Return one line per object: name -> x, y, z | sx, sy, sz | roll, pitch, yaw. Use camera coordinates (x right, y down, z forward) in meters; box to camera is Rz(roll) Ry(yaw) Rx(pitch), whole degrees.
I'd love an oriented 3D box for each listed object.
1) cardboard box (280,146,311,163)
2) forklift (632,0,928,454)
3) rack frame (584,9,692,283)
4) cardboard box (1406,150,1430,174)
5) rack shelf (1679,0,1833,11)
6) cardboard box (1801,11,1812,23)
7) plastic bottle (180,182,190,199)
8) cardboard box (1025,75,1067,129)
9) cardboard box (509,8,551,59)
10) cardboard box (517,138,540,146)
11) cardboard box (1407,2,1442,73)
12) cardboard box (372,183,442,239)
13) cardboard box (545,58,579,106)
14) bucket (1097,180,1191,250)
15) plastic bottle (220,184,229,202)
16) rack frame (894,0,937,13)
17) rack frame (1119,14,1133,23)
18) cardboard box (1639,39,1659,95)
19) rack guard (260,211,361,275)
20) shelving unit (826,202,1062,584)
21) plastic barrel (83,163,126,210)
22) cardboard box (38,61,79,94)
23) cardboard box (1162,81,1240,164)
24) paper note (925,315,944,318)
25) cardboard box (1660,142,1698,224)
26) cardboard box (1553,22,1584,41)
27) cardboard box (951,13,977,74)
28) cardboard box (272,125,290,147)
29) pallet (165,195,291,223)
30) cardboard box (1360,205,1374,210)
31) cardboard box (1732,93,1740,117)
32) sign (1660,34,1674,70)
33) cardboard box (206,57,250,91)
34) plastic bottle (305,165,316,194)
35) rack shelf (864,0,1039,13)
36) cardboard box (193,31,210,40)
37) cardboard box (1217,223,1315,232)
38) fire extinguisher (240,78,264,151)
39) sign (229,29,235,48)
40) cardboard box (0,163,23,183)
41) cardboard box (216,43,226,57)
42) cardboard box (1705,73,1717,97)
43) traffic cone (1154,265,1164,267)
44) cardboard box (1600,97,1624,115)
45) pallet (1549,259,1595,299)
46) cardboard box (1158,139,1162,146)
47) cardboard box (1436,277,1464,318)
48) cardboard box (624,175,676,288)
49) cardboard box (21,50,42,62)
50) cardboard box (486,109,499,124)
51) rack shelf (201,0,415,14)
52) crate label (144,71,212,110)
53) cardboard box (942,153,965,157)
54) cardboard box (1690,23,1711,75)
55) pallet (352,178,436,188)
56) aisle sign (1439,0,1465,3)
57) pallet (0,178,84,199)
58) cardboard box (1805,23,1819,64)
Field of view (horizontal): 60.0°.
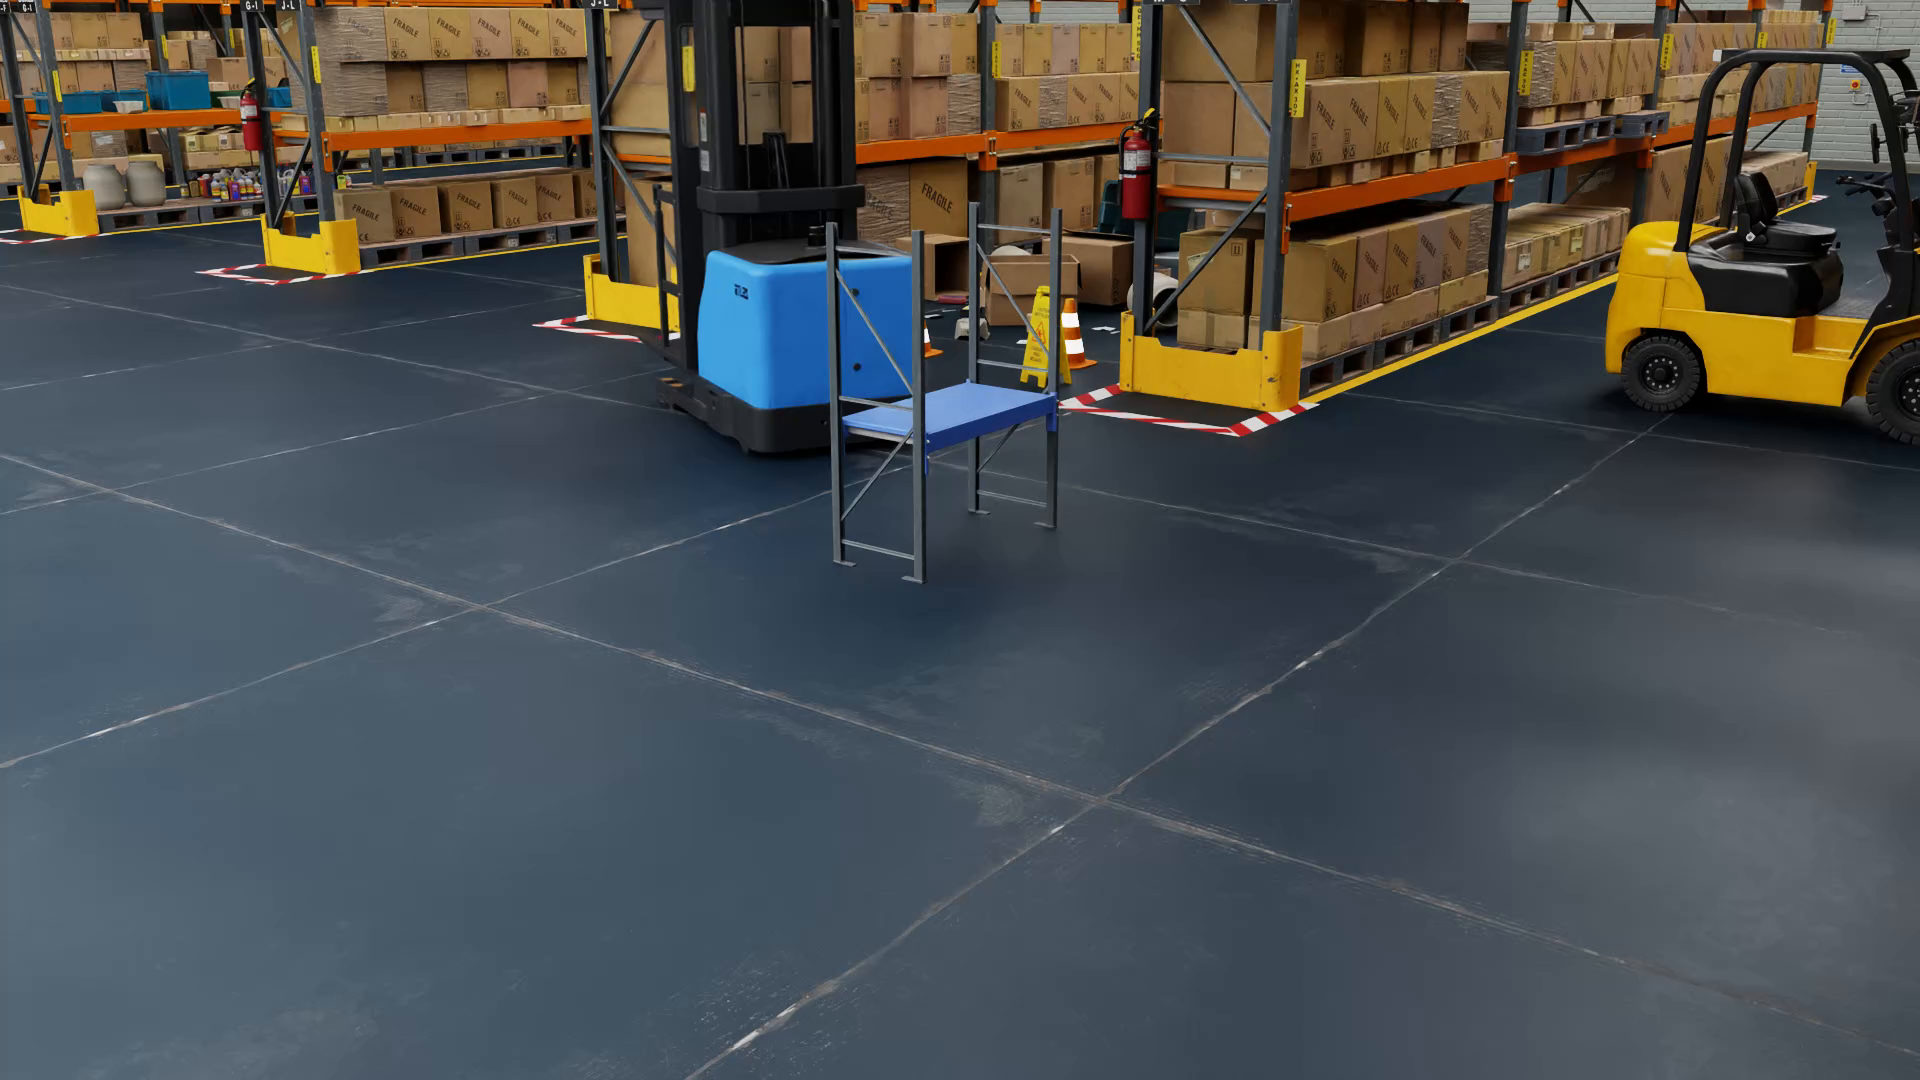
cardboard box -> -10.626, -6.103, 26.267 | 0.500, 0.250, 0.500 | 13, 21, 36
forklift -> -1.286, -2.265, 10.096 | 1.130, 2.935, 3.031 | -8, 19, -25
rack frame -> -2.488, -3.192, 12.965 | 1.000, 3.000, 0.127 | 12, 21, 35
cardboard box -> 3.081, -2.678, 11.733 | 0.380, 0.149, 0.250 | 13, 21, 35
rack shelf -> 9.889, -6.765, 20.626 | 1.077, 0.370, 4.000 | 12, 21, 35
cardboard box -> 10.627, -6.673, 21.225 | 0.380, 0.149, 0.250 | 13, 21, 36
plastic bottle -> -9.647, -4.357, 20.692 | 0.097, 0.201, 0.097 | 0, 17, 0
cardboard box -> 0.725, -4.391, 16.656 | 0.500, 0.500, 0.500 | 13, 21, 35
cardboard box -> -4.670, -5.319, 17.457 | 0.500, 0.500, 0.500 | 12, 21, 35
cardboard box -> -7.879, -7.315, 29.714 | 0.500, 0.500, 0.500 | 13, 21, 35
cardboard box -> 3.173, -3.777, 12.494 | 0.700, 0.500, 0.500 | 13, 21, 35
cardboard box -> -5.697, -3.394, 17.121 | 0.500, 0.500, 0.500 | -13, 22, -36
cardboard box -> -4.672, -5.026, 18.201 | 0.875, 0.500, 0.500 | 12, 21, 35
bucket -> 1.666, -2.868, 14.877 | 0.620, 0.611, 0.726 | 0, 14, -35
plastic bottle -> -8.997, -4.243, 20.326 | 0.097, 0.201, 0.097 | 0, 17, 0
rack frame -> -0.855, -8.779, 30.955 | 1.000, 3.000, 0.127 | 12, 21, 35
rack frame -> 3.122, -7.904, 28.137 | 1.000, 3.000, 0.127 | 12, 21, 35
cardboard box -> 6.267, -4.480, 15.734 | 0.500, 0.500, 0.500 | 12, 21, 33
rack guard -> -6.366, -2.917, 16.294 | 1.175, 0.500, 0.348 | 12, 21, 35
shelving unit -> -0.051, -0.696, 7.456 | 0.538, 1.500, 1.048 | 12, 21, 35
plastic barrel -> -10.058, -4.151, 19.539 | 0.421, 0.512, 0.421 | 0, 17, 0
cardboard box -> -12.852, -6.492, 23.424 | 0.700, 0.500, 0.500 | 13, 21, 35
cardboard box -> 1.650, -2.709, 10.740 | 0.500, 0.500, 0.500 | 12, 21, 34
paper note -> -0.215, -1.837, 13.611 | 0.142, 0.017, 0.144 | -11, 20, -32
cardboard box -> 7.327, -3.794, 17.779 | 0.875, 0.875, 0.875 | 13, 21, 35
cardboard box -> 5.060, -4.321, 14.128 | 0.380, 0.149, 0.250 | 14, 22, 38
cardboard box -> -0.352, -4.650, 15.588 | 0.875, 0.550, 0.550 | 12, 21, 35
cardboard box -> -10.620, -6.373, 26.191 | 0.500, 0.311, 0.500 | 13, 22, 36
pallet -> -9.166, -4.145, 20.734 | 1.003, 0.211, 1.213 | 12, 21, 35
cardboard box -> 2.935, -2.615, 12.676 | 0.380, 0.149, 0.250 | 13, 22, 37
cardboard box -> 8.633, -4.977, 18.965 | 0.500, 0.250, 0.500 | 12, 21, 33
sign -> 6.756, -4.668, 15.901 | 0.100, 0.325, 0.005 | 12, 21, 35
cardboard box -> -11.197, -7.150, 25.542 | 0.500, 0.500, 0.500 | 14, 22, 39
plastic bottle -> -8.272, -4.616, 21.274 | 0.144, 0.351, 0.185 | 11, 20, 32
rack shelf -> -0.453, -7.563, 23.197 | 1.077, 0.370, 4.000 | 12, 21, 35
cardboard box -> -13.760, -9.104, 29.999 | 0.380, 0.149, 0.250 | 9, 20, 28
cardboard box -> 2.124, -1.949, 11.626 | 0.500, 0.500, 0.500 | 13, 22, 37
fire extinguisher -> -6.849, -4.110, 16.051 | 0.296, 0.674, 0.183 | 12, 21, 35
sign -> -13.137, -9.046, 29.995 | 0.100, 0.325, 0.005 | 12, 21, 35
cardboard box -> -13.273, -5.059, 22.904 | 0.500, 0.250, 0.500 | 12, 21, 35
cardboard box -> -13.509, -8.983, 30.907 | 0.500, 0.500, 0.500 | 13, 21, 35
cardboard box -> 7.743, -4.849, 17.711 | 0.500, 0.250, 0.500 | 13, 21, 36
traffic cone -> 1.907, -2.986, 16.579 | 0.336, 0.463, 0.334 | 12, 21, 35
cardboard box -> 5.783, -3.937, 15.079 | 0.380, 0.149, 0.250 | 13, 21, 36
pallet -> 5.120, -2.440, 15.245 | 1.003, 0.211, 1.213 | 12, 21, 35
cardboard box -> 2.476, -4.672, 19.972 | 0.500, 0.250, 0.500 | 12, 21, 33
cardboard box -> 3.485, -1.865, 12.619 | 0.500, 0.250, 0.500 | 12, 21, 33
cardboard box -> -2.137, -2.551, 13.776 | 0.875, 0.875, 0.875 | 13, 21, 35
cardboard box -> -12.885, -6.686, 22.953 | 0.380, 0.149, 0.250 | 13, 22, 36
cardboard box -> -5.036, -4.422, 17.348 | 0.380, 0.149, 0.250 | 12, 21, 35
rack shelf -> -12.387, -10.189, 31.653 | 1.077, 0.370, 4.000 | 12, 21, 35
crate label -> -9.509, -5.471, 20.244 | 0.502, 0.435, 0.616 | 12, 21, 35
cardboard box -> -0.679, -5.556, 23.451 | 1.225, 0.875, 0.875 | 12, 21, 35
cardboard box -> 7.413, -5.087, 17.212 | 0.500, 0.500, 0.500 | 13, 22, 36
pallet -> -7.569, -4.783, 22.790 | 1.003, 0.211, 1.213 | 12, 21, 35
aisle sign -> 7.330, -8.209, 24.737 | 0.394, 0.787, 0.004 | 12, 21, 35
pallet -> -13.215, -4.991, 23.461 | 1.003, 0.211, 1.213 | 12, 21, 35
cardboard box -> 10.697, -6.391, 21.412 | 0.500, 0.500, 0.500 | 13, 21, 35
